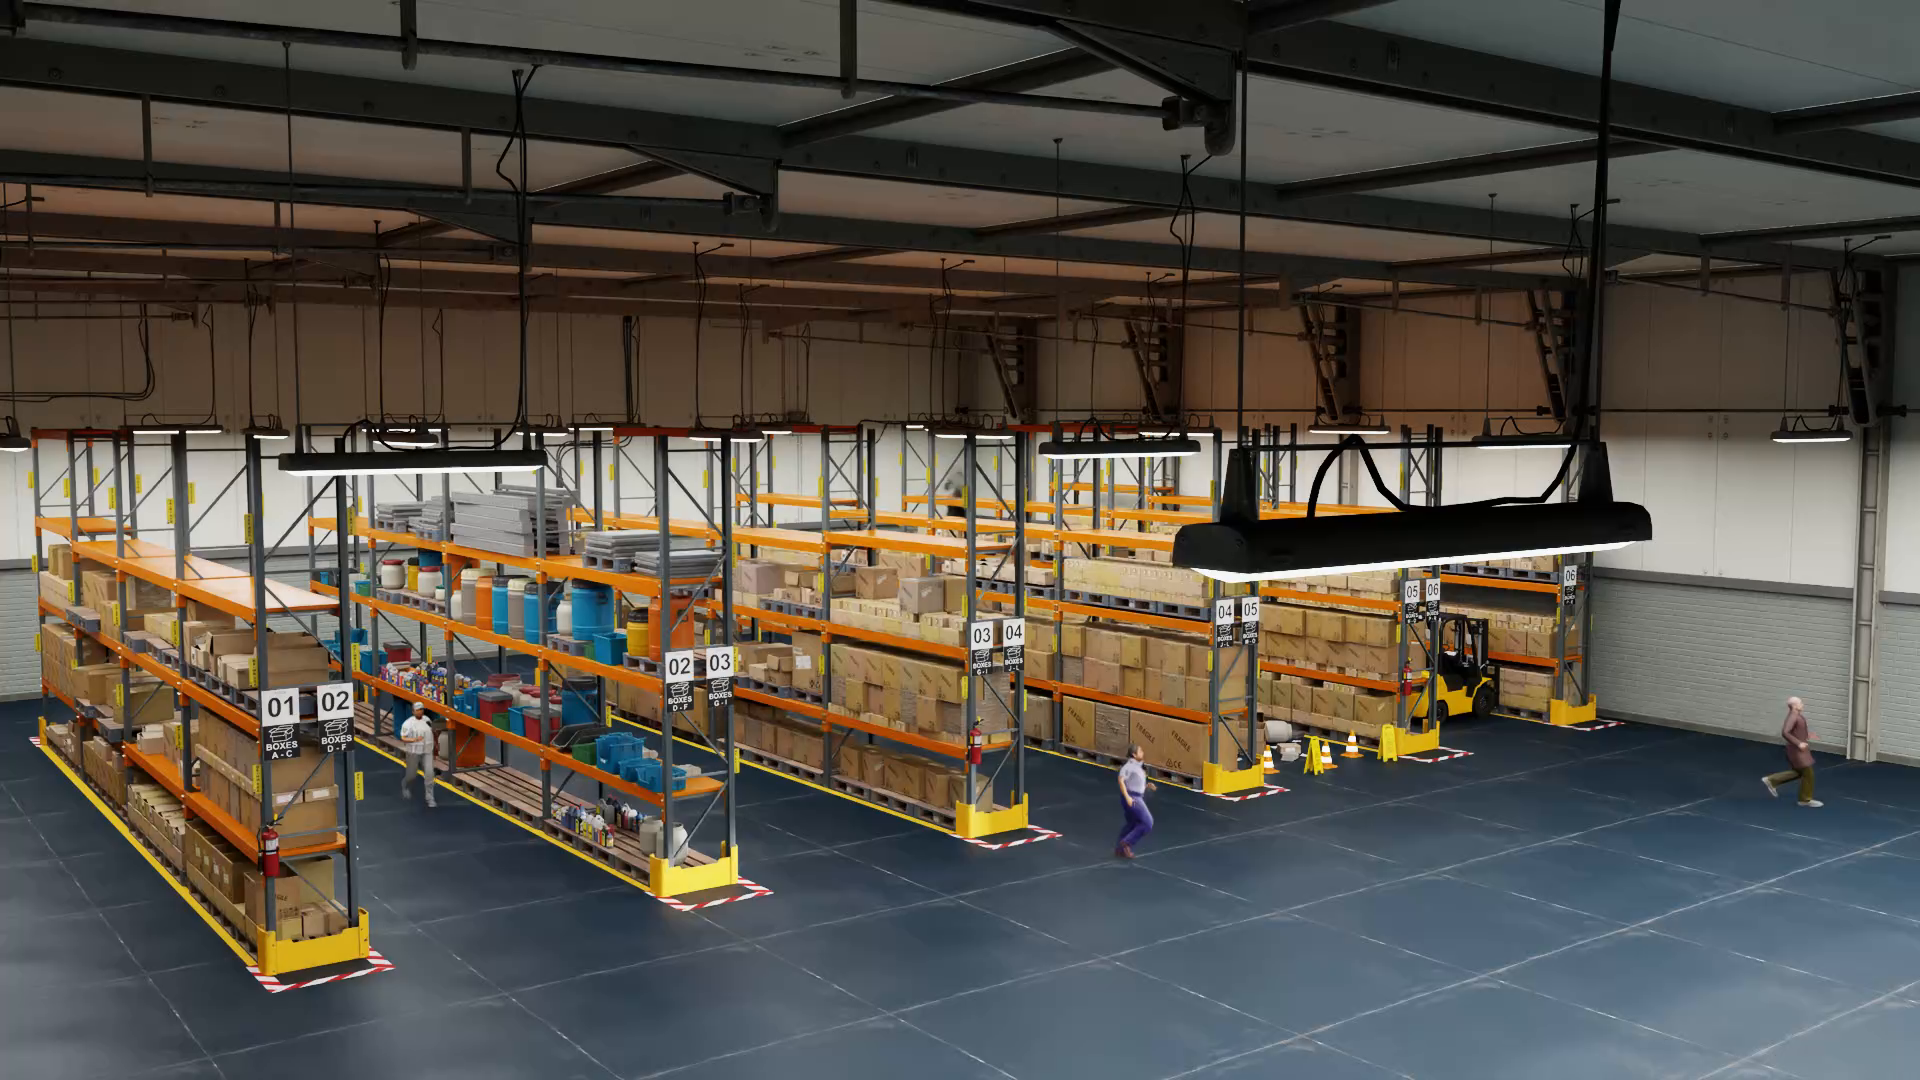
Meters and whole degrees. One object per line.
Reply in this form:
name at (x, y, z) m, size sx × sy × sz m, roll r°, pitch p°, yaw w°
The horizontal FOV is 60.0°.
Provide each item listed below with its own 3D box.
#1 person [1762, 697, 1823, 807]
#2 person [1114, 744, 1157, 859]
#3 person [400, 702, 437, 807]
person at (13.328, 3.372, 26.581) m, size 0.897 × 1.745 × 0.720 m, roll 2°, pitch 5°, yaw 26°
person at (2.481, 3.681, 23.456) m, size 0.588 × 1.616 × 0.594 m, roll 0°, pitch 4°, yaw 5°
person at (-8.652, 3.405, 26.615) m, size 0.614 × 1.643 × 0.917 m, roll -4°, pitch 6°, yaw -39°
